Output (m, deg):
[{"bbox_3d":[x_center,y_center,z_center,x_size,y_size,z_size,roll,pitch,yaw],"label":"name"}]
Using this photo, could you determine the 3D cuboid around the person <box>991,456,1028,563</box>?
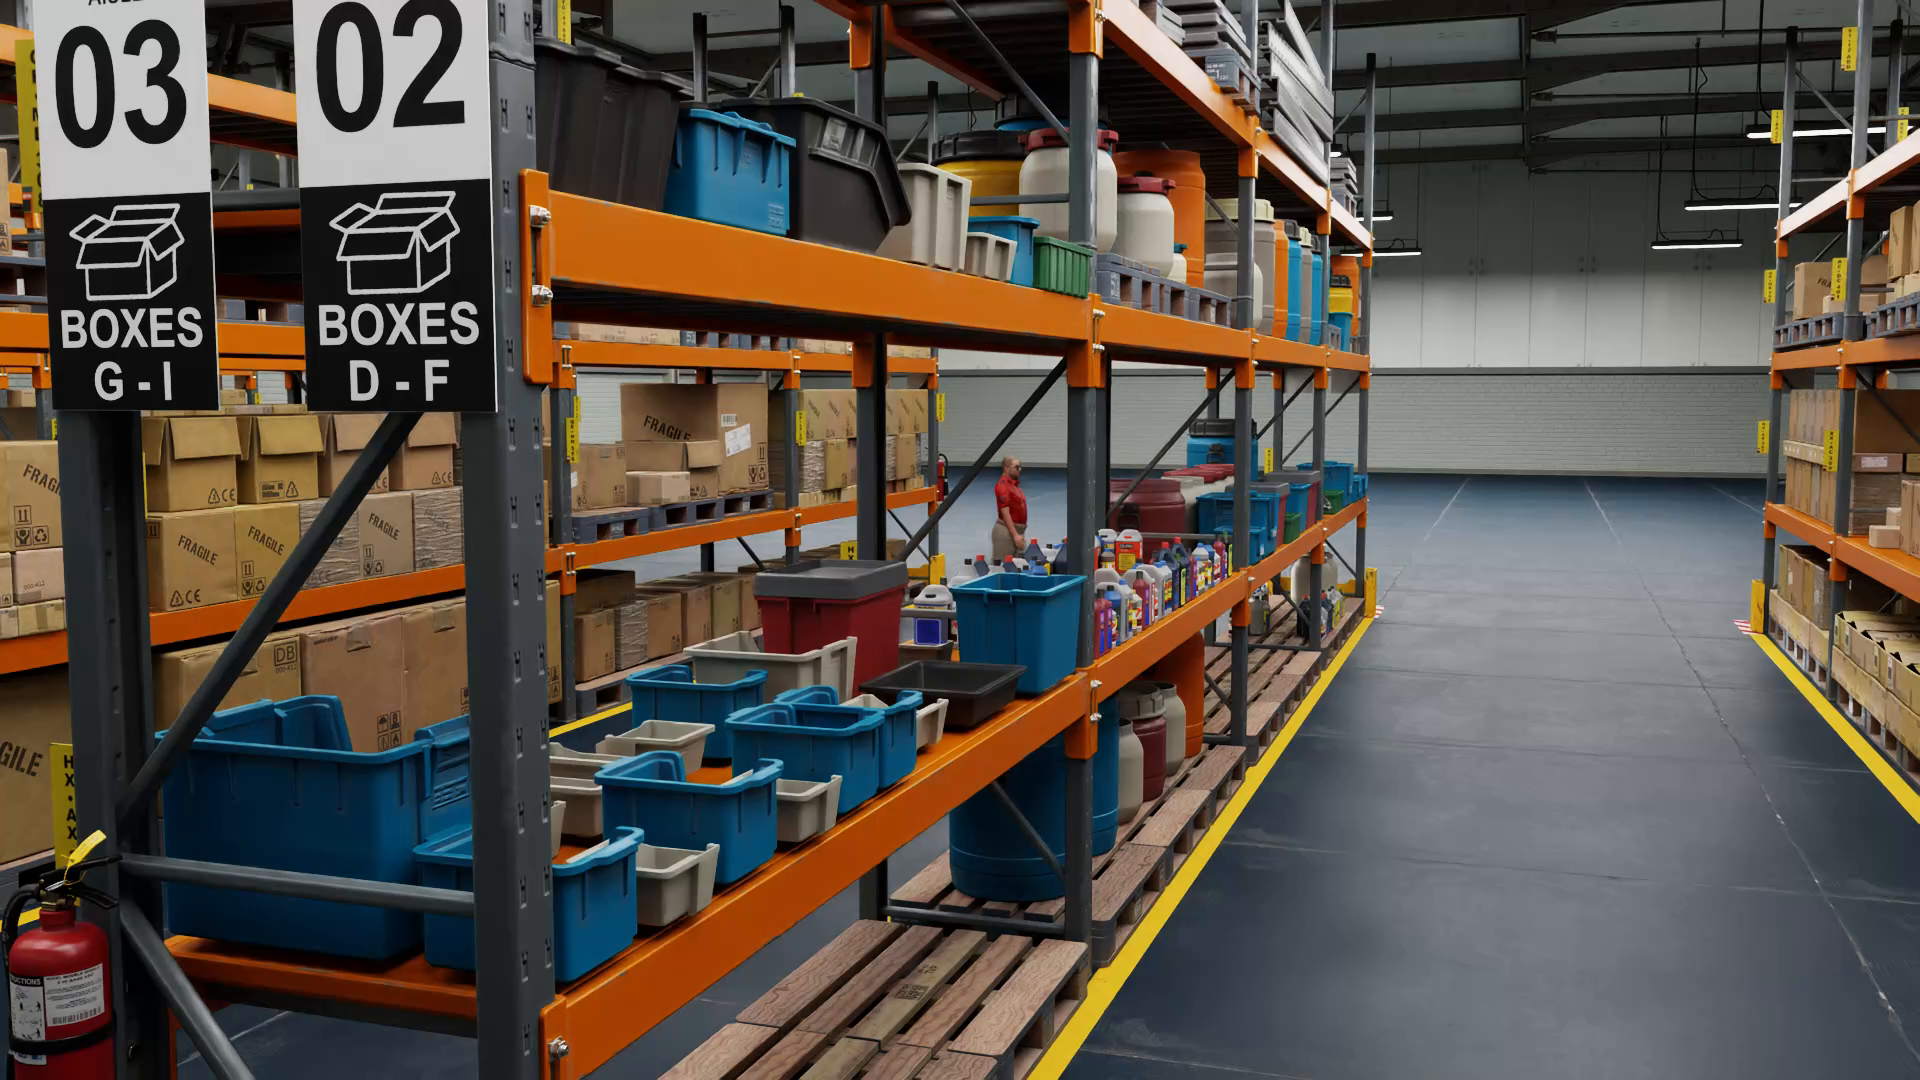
[{"bbox_3d":[0.610,-0.024,17.853,0.629,1.753,0.551,2,6,22],"label":"person"}]
